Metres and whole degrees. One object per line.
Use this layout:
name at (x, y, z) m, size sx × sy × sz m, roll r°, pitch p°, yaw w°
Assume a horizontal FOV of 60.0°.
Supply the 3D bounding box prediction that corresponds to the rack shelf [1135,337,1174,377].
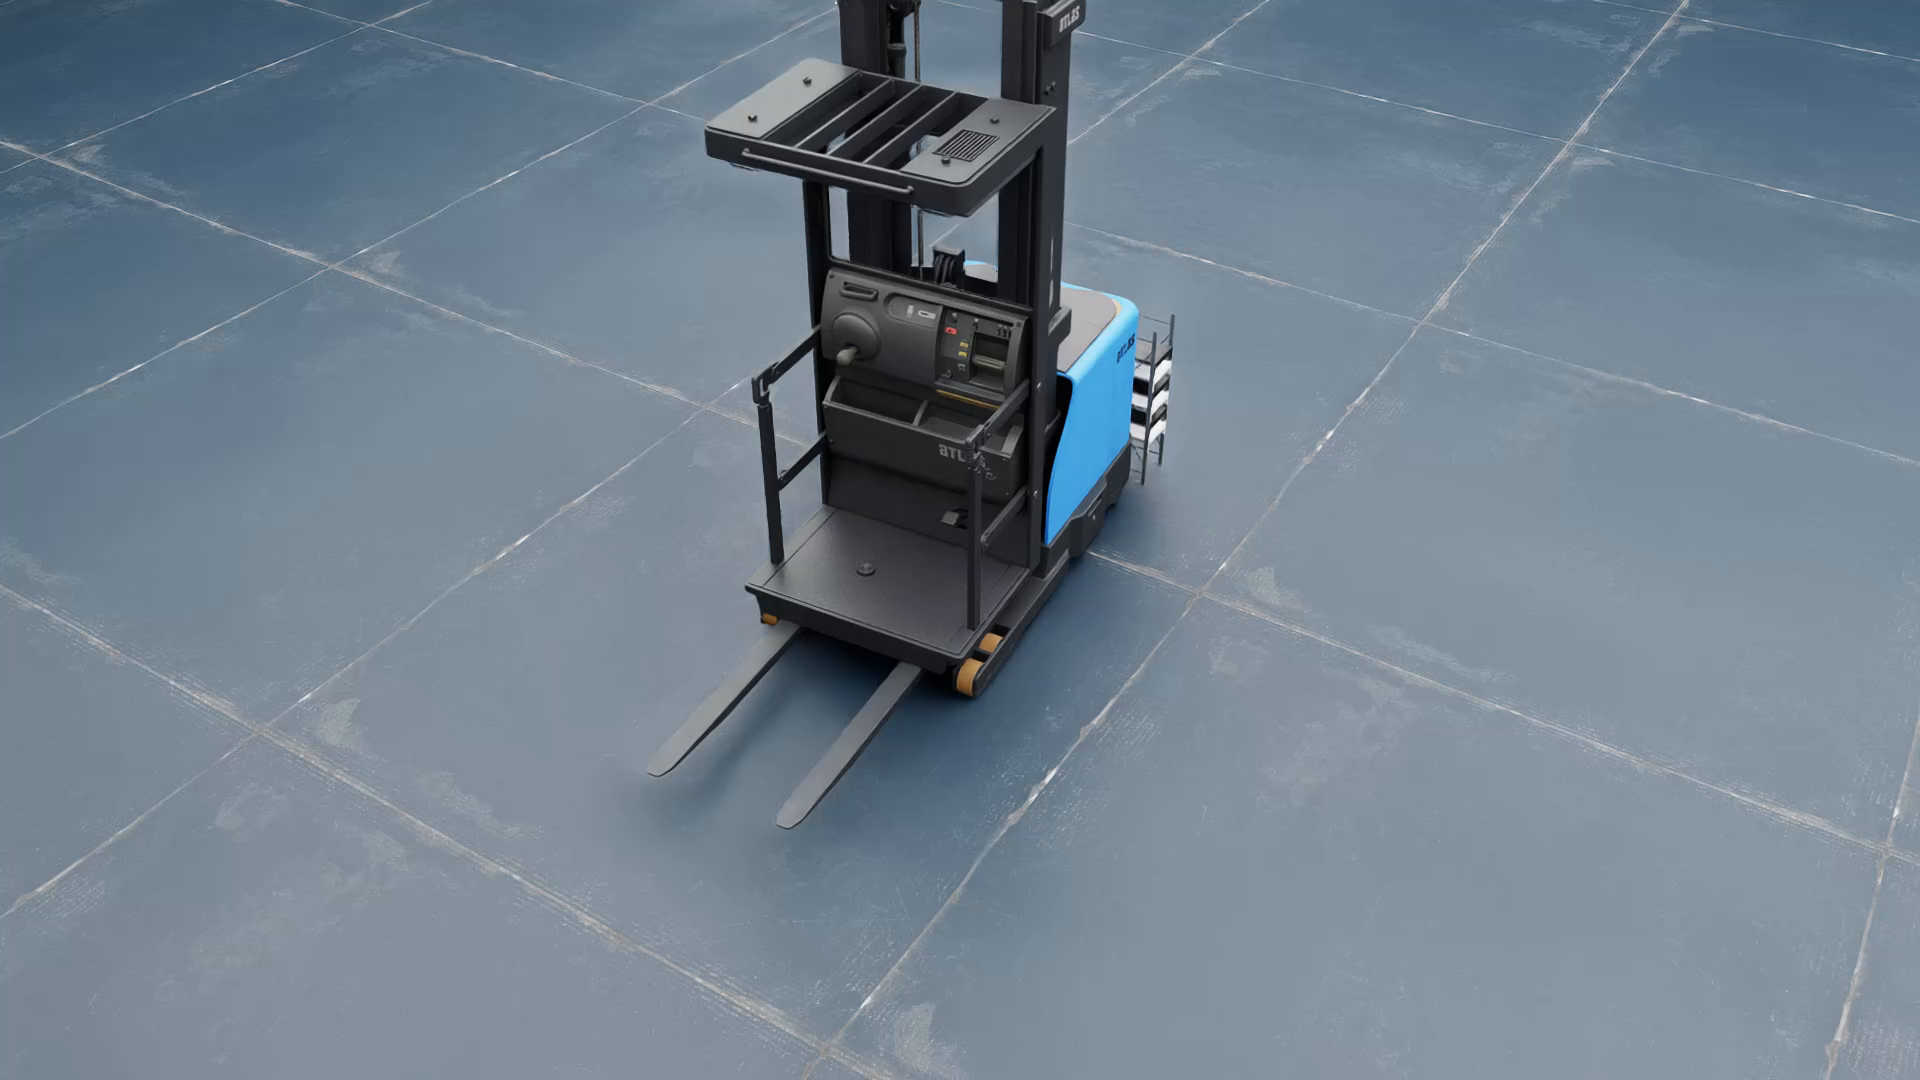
rack shelf at (0.900, -0.921, 8.260) m, size 0.258 × 0.077 × 0.200 m, roll 20°, pitch 42°, yaw 24°

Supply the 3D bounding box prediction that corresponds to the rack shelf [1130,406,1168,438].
rack shelf at (0.900, -0.636, 8.480) m, size 0.258 × 0.077 × 0.200 m, roll 20°, pitch 42°, yaw 24°

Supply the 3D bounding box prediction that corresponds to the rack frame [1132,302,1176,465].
rack frame at (0.953, -0.787, 8.473) m, size 0.240 × 0.900 × 0.006 m, roll 20°, pitch 42°, yaw 24°

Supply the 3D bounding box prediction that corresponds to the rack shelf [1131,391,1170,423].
rack shelf at (0.900, -0.707, 8.425) m, size 0.258 × 0.077 × 0.200 m, roll 20°, pitch 42°, yaw 24°

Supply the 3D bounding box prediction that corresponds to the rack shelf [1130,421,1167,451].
rack shelf at (0.900, -0.565, 8.534) m, size 0.258 × 0.077 × 0.200 m, roll 20°, pitch 42°, yaw 24°

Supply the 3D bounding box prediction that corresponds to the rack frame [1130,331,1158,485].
rack frame at (0.848, -0.680, 8.335) m, size 0.240 × 0.900 × 0.006 m, roll 20°, pitch 42°, yaw 24°

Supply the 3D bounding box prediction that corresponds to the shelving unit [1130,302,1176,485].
shelving unit at (0.900, -0.734, 8.404) m, size 0.258 × 0.900 × 0.210 m, roll 20°, pitch 42°, yaw 24°

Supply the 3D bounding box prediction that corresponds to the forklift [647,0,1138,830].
forklift at (-0.260, -0.787, 6.810) m, size 1.130 × 2.935 × 3.031 m, roll 17°, pitch 41°, yaw 21°

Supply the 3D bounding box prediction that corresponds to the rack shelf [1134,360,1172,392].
rack shelf at (0.900, -0.850, 8.315) m, size 0.258 × 0.077 × 0.200 m, roll 20°, pitch 42°, yaw 24°

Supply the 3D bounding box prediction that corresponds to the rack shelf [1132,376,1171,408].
rack shelf at (0.900, -0.779, 8.370) m, size 0.258 × 0.077 × 0.200 m, roll 20°, pitch 42°, yaw 24°
